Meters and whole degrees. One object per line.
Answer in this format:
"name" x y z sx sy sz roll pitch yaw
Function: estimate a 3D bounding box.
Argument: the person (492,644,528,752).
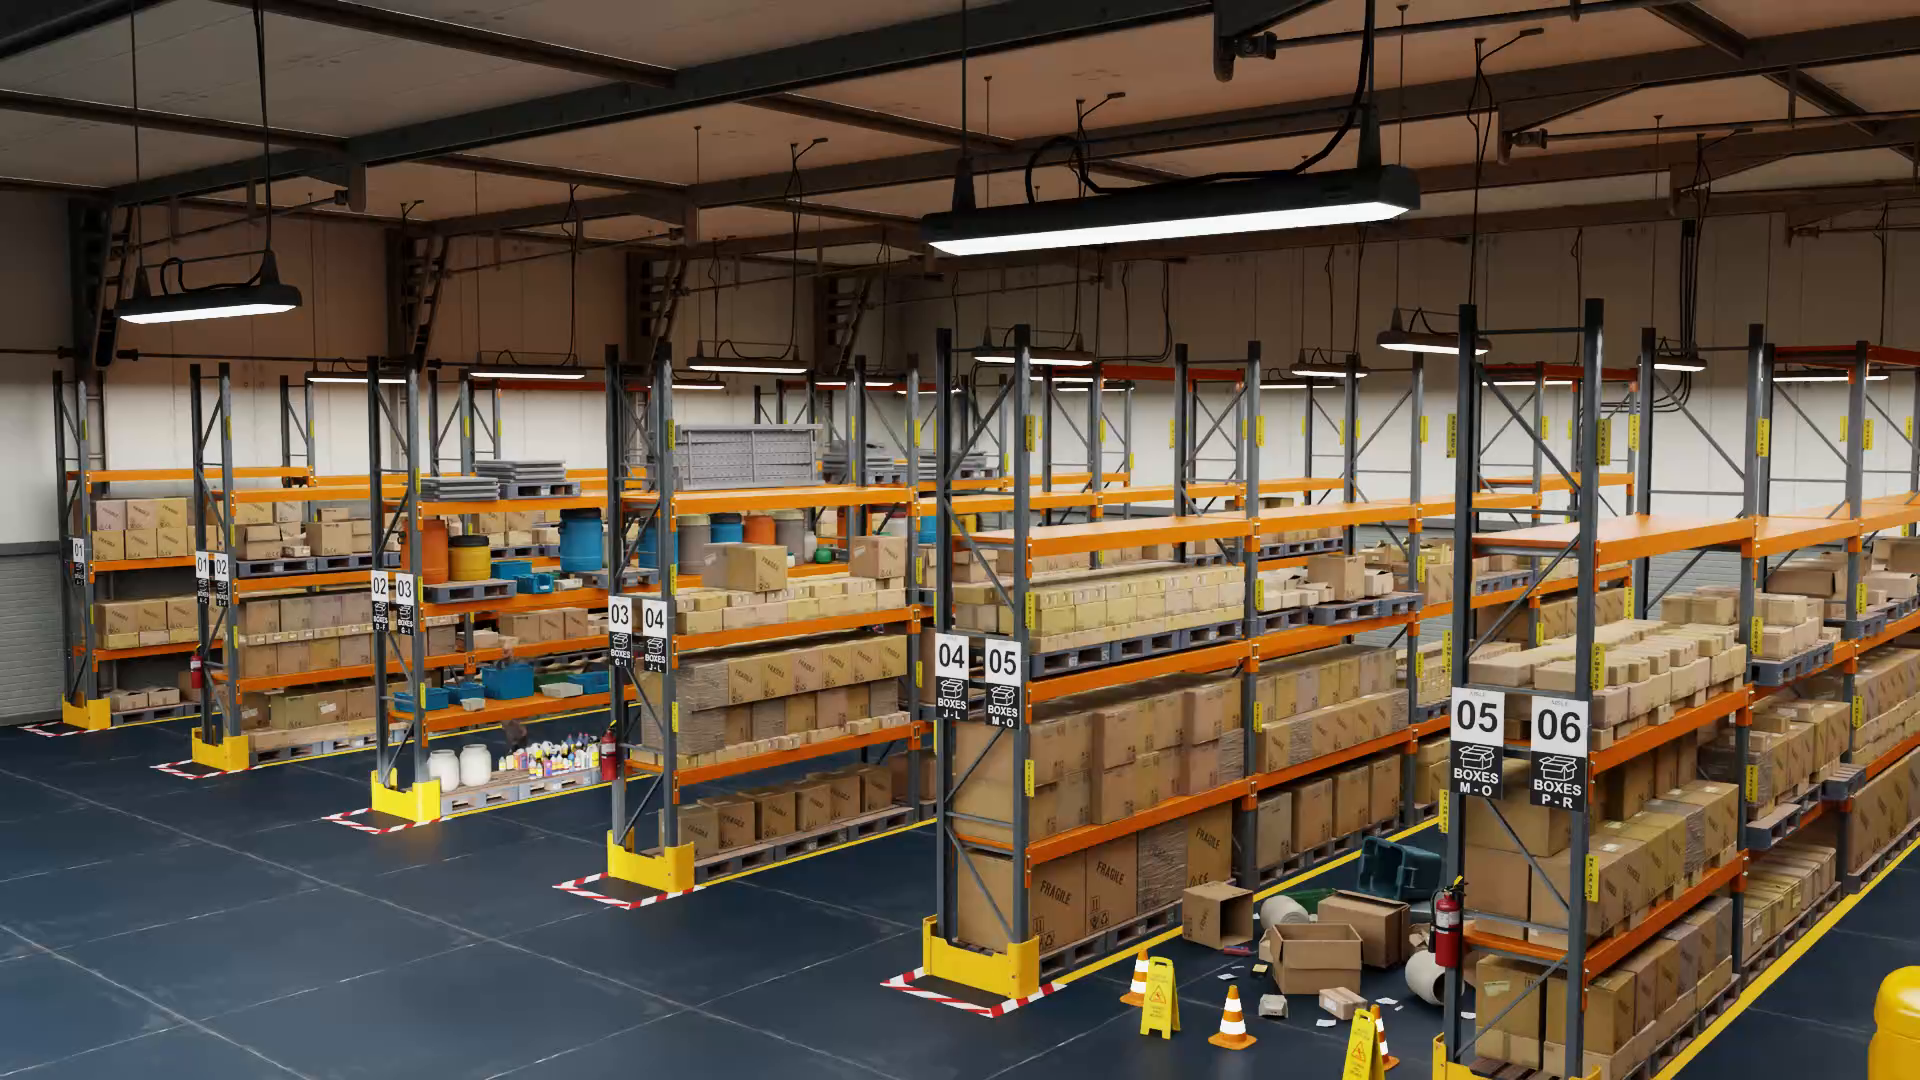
"person" -7.018 2.459 25.752 0.646 1.686 0.583 1 4 15
